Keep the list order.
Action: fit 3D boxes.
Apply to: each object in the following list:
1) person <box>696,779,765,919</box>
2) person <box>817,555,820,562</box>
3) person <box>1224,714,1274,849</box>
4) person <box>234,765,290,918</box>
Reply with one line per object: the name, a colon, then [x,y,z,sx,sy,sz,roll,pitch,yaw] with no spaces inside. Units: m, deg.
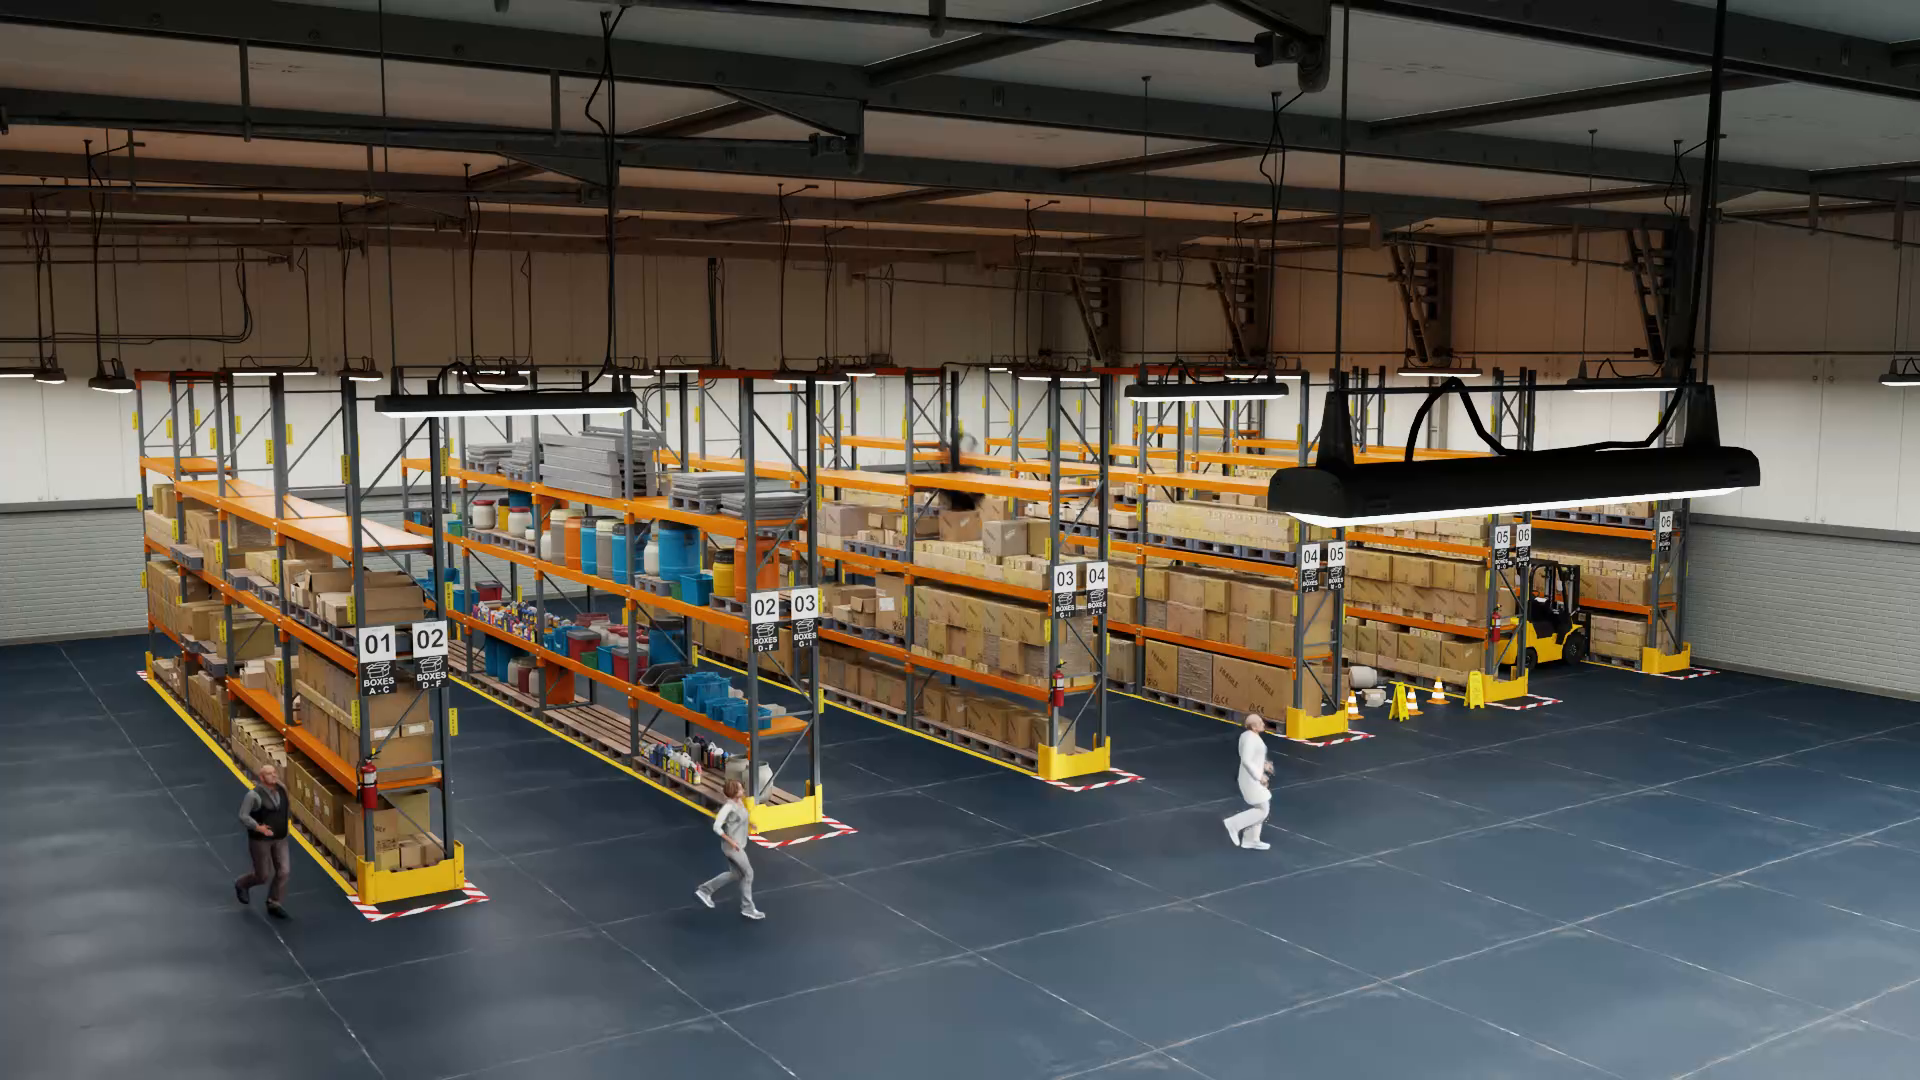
person: [-2.576,3.452,18.623,0.777,1.600,0.530,0,6,0]
person: [-3.520,0.780,41.791,0.666,1.651,0.649,-5,8,-40]
person: [3.694,3.092,21.230,0.688,1.729,0.705,0,6,0]
person: [-7.854,3.381,18.834,0.753,1.705,0.678,4,8,33]
